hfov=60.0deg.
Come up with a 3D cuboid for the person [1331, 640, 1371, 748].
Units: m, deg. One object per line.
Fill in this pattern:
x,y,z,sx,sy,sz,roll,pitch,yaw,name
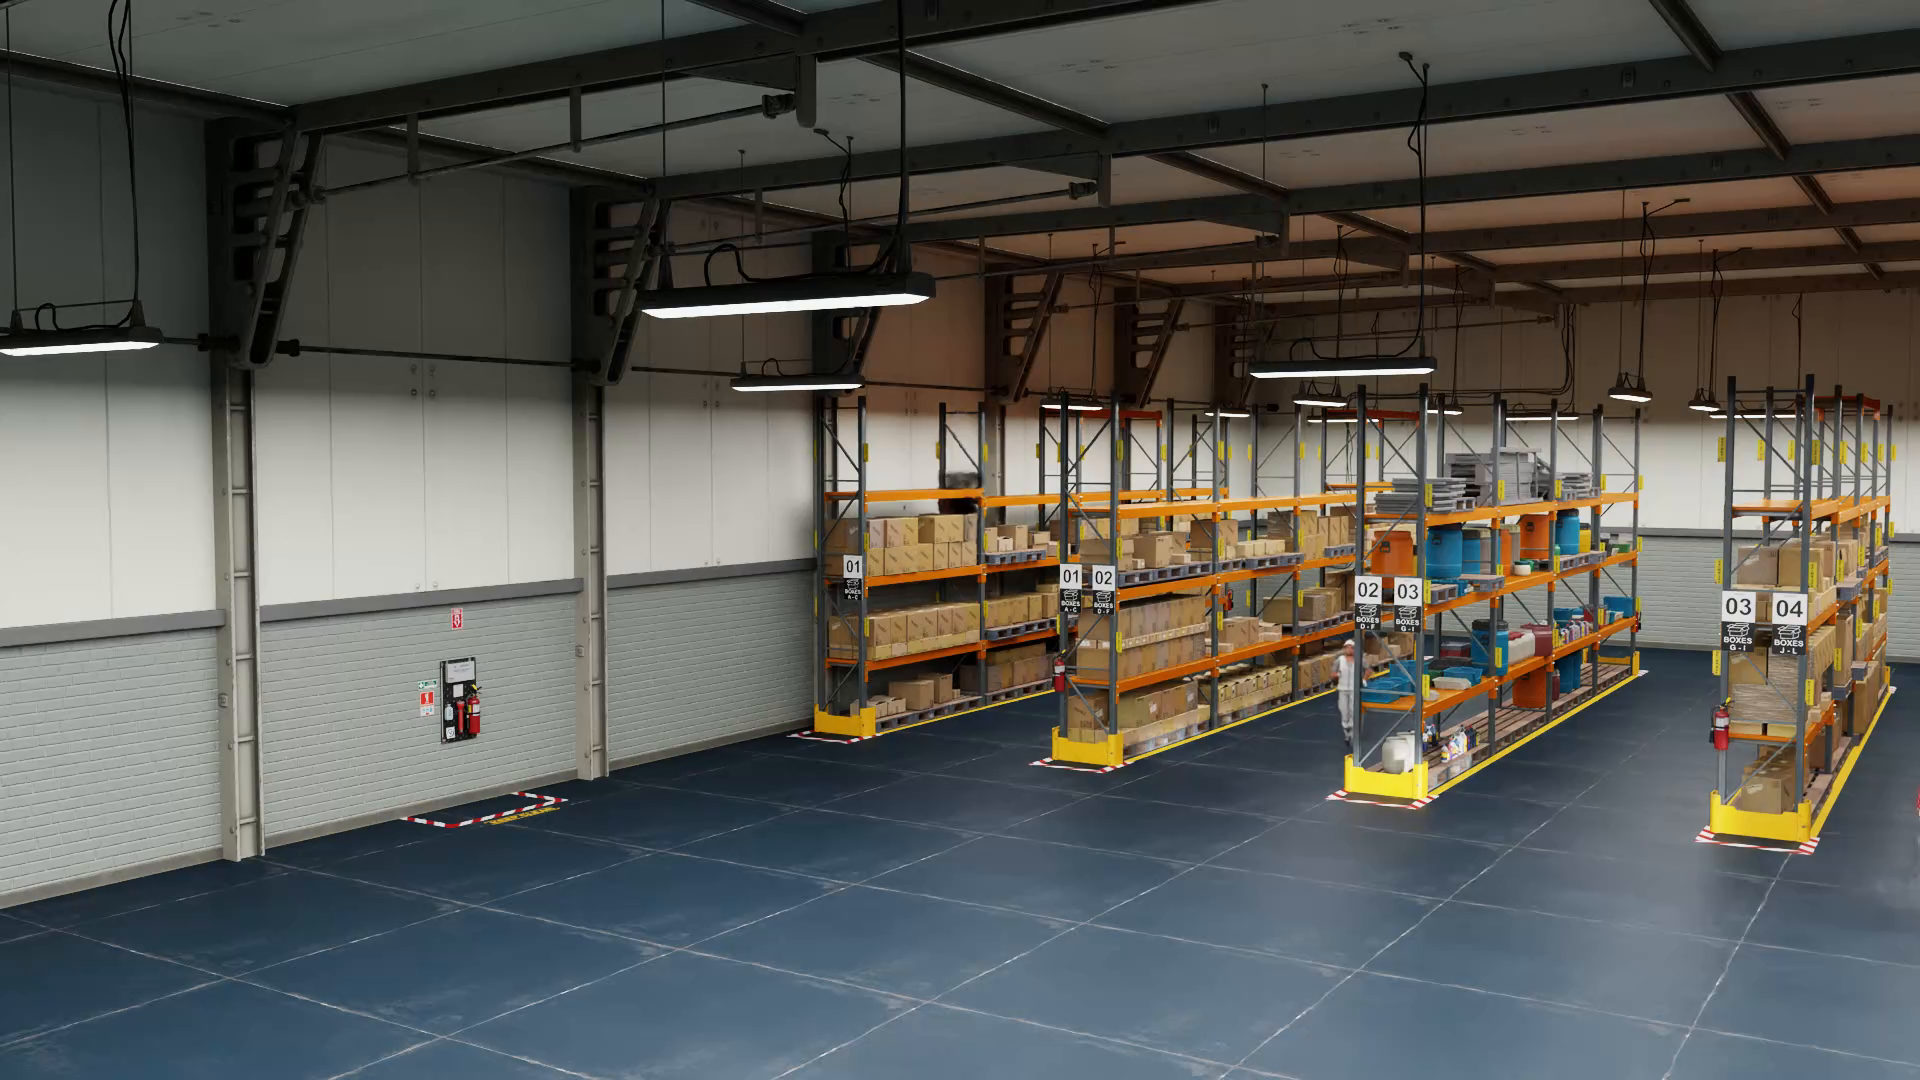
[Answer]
6.653,2.617,28.396,0.632,1.824,0.705,1,3,20,person
